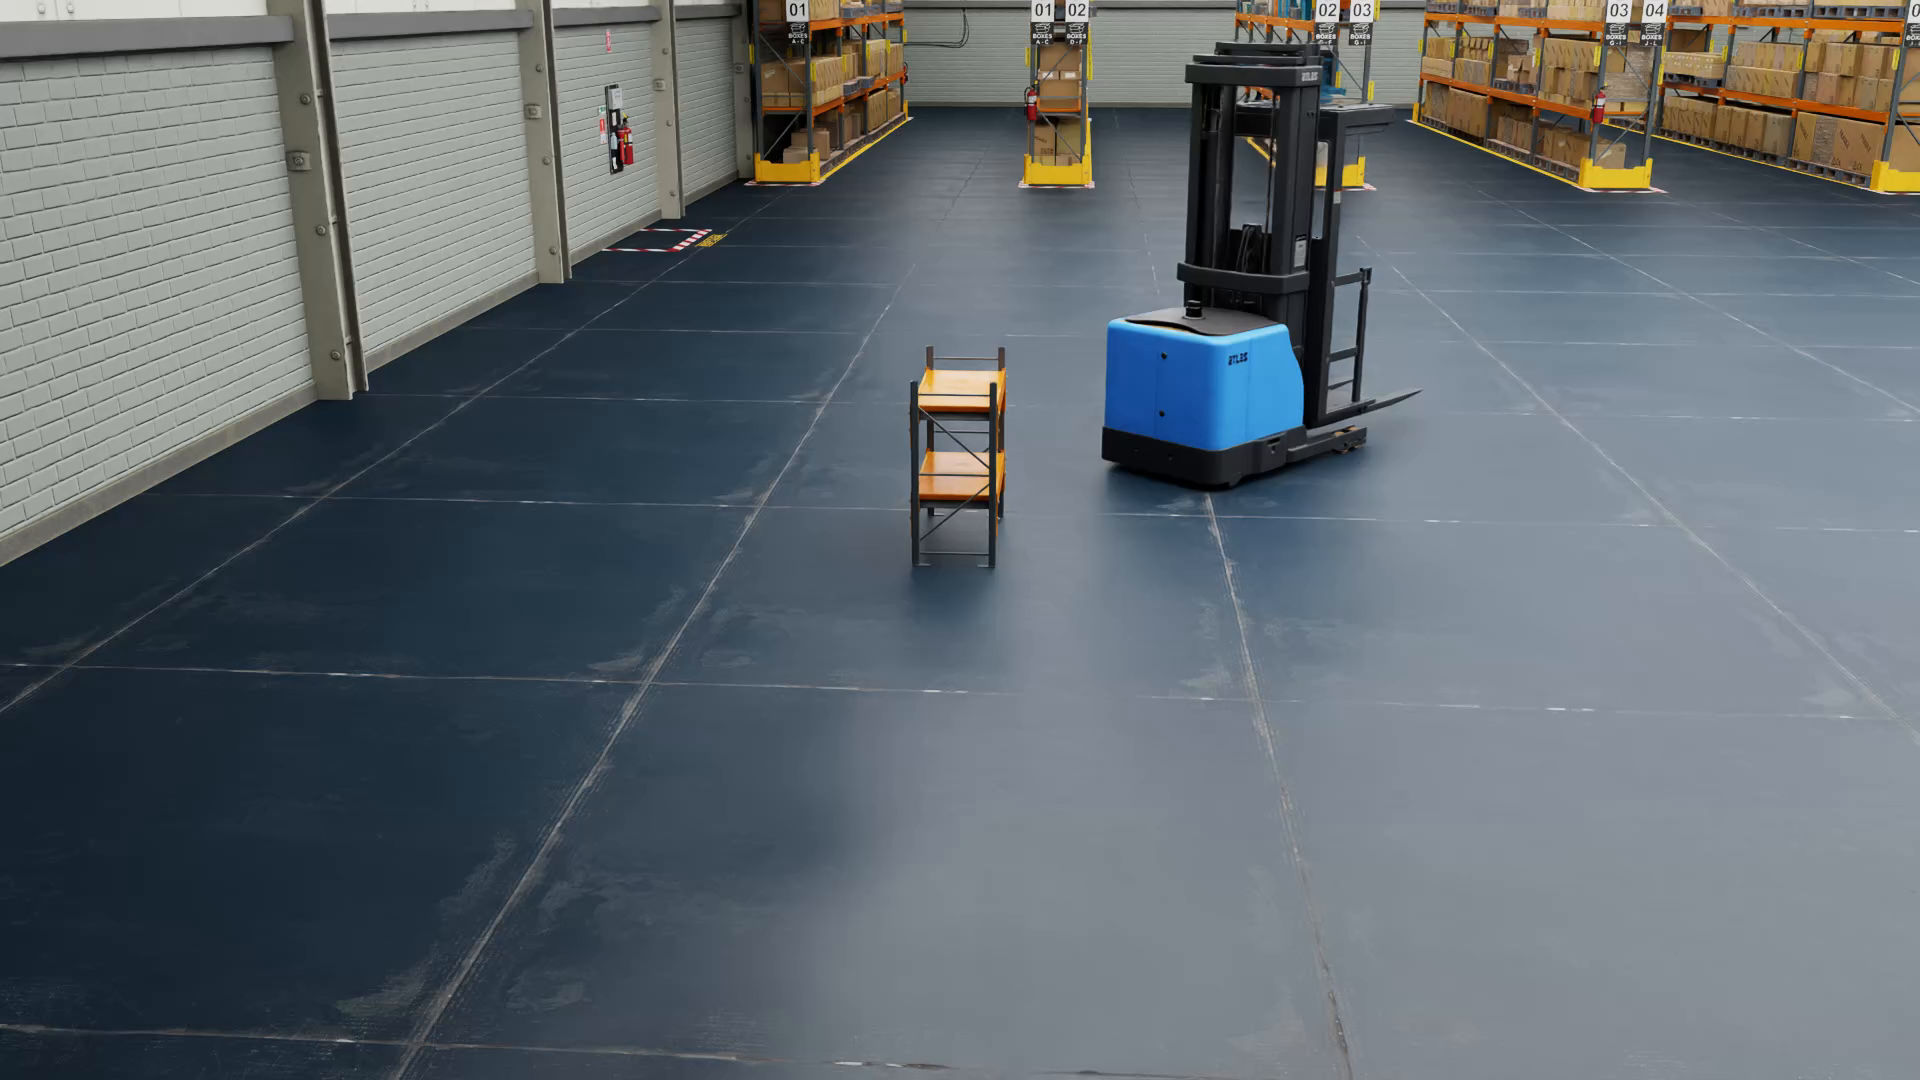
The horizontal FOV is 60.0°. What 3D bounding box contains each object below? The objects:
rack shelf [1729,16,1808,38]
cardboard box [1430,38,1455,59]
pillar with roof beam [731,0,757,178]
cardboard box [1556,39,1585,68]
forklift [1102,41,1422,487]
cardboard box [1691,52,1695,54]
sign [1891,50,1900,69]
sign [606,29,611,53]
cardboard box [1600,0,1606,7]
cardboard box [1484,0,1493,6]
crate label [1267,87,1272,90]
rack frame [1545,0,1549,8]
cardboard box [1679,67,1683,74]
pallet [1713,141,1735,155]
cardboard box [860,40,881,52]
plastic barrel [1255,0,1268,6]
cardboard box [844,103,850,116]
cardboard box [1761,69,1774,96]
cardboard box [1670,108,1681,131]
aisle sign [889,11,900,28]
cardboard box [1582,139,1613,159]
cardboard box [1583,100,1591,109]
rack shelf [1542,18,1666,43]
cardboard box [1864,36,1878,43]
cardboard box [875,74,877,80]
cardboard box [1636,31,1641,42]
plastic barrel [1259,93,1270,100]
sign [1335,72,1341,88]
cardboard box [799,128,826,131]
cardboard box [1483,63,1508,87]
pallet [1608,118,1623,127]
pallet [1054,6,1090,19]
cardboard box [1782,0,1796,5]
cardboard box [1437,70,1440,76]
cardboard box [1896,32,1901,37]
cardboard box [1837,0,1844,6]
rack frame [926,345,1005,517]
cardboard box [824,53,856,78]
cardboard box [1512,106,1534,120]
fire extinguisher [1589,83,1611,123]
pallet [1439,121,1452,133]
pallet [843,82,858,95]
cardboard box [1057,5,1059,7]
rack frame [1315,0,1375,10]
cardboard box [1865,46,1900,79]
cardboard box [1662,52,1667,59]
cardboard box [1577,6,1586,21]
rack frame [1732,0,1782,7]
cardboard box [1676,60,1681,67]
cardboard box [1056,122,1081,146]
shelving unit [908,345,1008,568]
[{"bbox_3d":[17.007,-10.500,33.988,1.077,0.370,4.000,1,18,4],"label":"rack shelf"},{"bbox_3d":[12.413,-12.631,42.713,0.500,0.500,0.500,1,18,2],"label":"cardboard box"},{"bbox_3d":[0.296,-11.018,29.597,9.100,9.000,0.400,1,18,4],"label":"pillar with roof beam"},{"bbox_3d":[11.567,-9.157,31.306,0.500,0.500,0.500,1,18,4],"label":"cardboard box"},{"bbox_3d":[2.420,-2.135,12.232,3.031,2.935,1.130,-17,25,-42],"label":"forklift"},{"bbox_3d":[17.603,-11.514,39.517,0.380,0.149,0.250,2,18,6],"label":"cardboard box"},{"bbox_3d":[16.037,-8.232,28.489,0.100,0.325,0.005,1,18,4],"label":"sign"},{"bbox_3d":[-4.743,-6.735,22.436,0.001,0.298,0.199,1,18,4],"label":"sign"},{"bbox_3d":[11.345,-9.332,28.868,0.380,0.149,0.250,1,18,4],"label":"cardboard box"},{"bbox_3d":[12.156,-12.313,37.532,0.500,0.500,0.500,2,18,7],"label":"cardboard box"},{"bbox_3d":[6.929,-10.004,36.081,0.502,0.435,0.616,1,18,4],"label":"crate label"},{"bbox_3d":[11.924,-11.788,31.947,1.000,3.000,0.127,1,18,4],"label":"rack frame"},{"bbox_3d":[16.862,-10.842,38.424,0.380,0.149,0.250,1,18,3],"label":"cardboard box"},{"bbox_3d":[17.019,-8.469,35.931,1.003,0.211,1.213,1,18,4],"label":"pallet"},{"bbox_3d":[-2.186,-11.841,39.867,0.500,0.250,0.500,2,18,5],"label":"cardboard box"},{"bbox_3d":[7.269,-13.064,39.766,0.433,0.535,0.433,0,18,0],"label":"plastic barrel"},{"bbox_3d":[-2.714,-9.488,36.667,0.500,0.250,0.500,2,18,5],"label":"cardboard box"},{"bbox_3d":[16.707,-9.325,33.903,0.500,0.500,0.500,1,18,4],"label":"cardboard box"},{"bbox_3d":[17.083,-9.904,39.170,0.500,0.500,0.500,2,18,6],"label":"cardboard box"},{"bbox_3d":[-1.734,-14.247,44.910,0.394,0.787,0.004,1,18,4],"label":"aisle sign"},{"bbox_3d":[11.707,-7.087,30.573,0.500,0.500,0.500,6,19,18],"label":"cardboard box"},{"bbox_3d":[11.436,-7.825,29.890,0.380,0.149,0.250,1,18,4],"label":"cardboard box"},{"bbox_3d":[11.780,-9.400,30.630,1.077,0.370,4.000,1,18,4],"label":"rack shelf"},{"bbox_3d":[22.140,-11.876,40.083,0.500,0.500,0.500,1,18,3],"label":"cardboard box"},{"bbox_3d":[-2.201,-11.139,39.971,0.380,0.149,0.250,1,18,2],"label":"cardboard box"},{"bbox_3d":[17.304,-12.576,41.743,0.500,0.500,0.500,1,18,2],"label":"cardboard box"},{"bbox_3d":[7.450,-10.346,39.877,0.600,0.901,0.708,1,18,4],"label":"plastic barrel"},{"bbox_3d":[7.531,-9.164,33.127,0.100,0.325,0.005,1,18,4],"label":"sign"},{"bbox_3d":[-2.933,-7.967,33.228,0.500,0.500,0.500,0,18,0],"label":"cardboard box"},{"bbox_3d":[11.998,-10.386,37.141,0.500,0.500,0.500,2,18,6],"label":"cardboard box"},{"bbox_3d":[17.625,-10.922,43.416,1.003,0.211,1.213,1,18,4],"label":"pallet"},{"bbox_3d":[1.833,-9.520,29.983,1.003,0.211,1.213,1,18,4],"label":"pallet"},{"bbox_3d":[16.733,-10.785,33.108,0.500,0.250,0.500,1,18,3],"label":"cardboard box"},{"bbox_3d":[12.284,-11.804,42.032,0.380,0.149,0.250,1,18,3],"label":"cardboard box"},{"bbox_3d":[22.663,-12.124,39.798,0.380,0.149,0.250,1,18,3],"label":"cardboard box"},{"bbox_3d":[16.427,-9.927,30.652,0.380,0.149,0.250,1,18,3],"label":"cardboard box"},{"bbox_3d":[0.037,-0.695,10.736,0.500,1.125,0.032,1,18,4],"label":"rack frame"},{"bbox_3d":[-2.648,-10.448,36.623,0.700,0.500,0.500,0,18,-1],"label":"cardboard box"},{"bbox_3d":[12.164,-9.183,35.736,0.500,0.250,0.500,3,18,10],"label":"cardboard box"},{"bbox_3d":[11.169,-7.633,29.025,0.296,0.674,0.183,1,18,4],"label":"fire extinguisher"},{"bbox_3d":[12.630,-10.331,41.613,1.003,0.211,1.213,1,18,4],"label":"pallet"},{"bbox_3d":[-2.698,-9.412,34.638,1.003,0.211,1.213,1,18,4],"label":"pallet"},{"bbox_3d":[2.097,-10.904,33.634,0.500,0.250,0.500,3,18,10],"label":"cardboard box"},{"bbox_3d":[6.697,-10.656,28.493,1.000,3.000,0.127,1,18,4],"label":"rack frame"},{"bbox_3d":[16.589,-8.425,29.341,0.875,0.550,0.550,1,18,4],"label":"cardboard box"},{"bbox_3d":[16.950,-11.531,39.569,0.380,0.149,0.250,2,18,7],"label":"cardboard box"},{"bbox_3d":[11.496,-9.519,30.079,0.500,0.250,0.500,2,18,5],"label":"cardboard box"},{"bbox_3d":[17.150,-12.888,35.305,1.000,3.000,0.127,1,18,4],"label":"rack frame"},{"bbox_3d":[16.880,-11.064,38.623,0.380,0.149,0.250,2,18,6],"label":"cardboard box"},{"bbox_3d":[2.073,-7.639,31.456,0.500,0.500,0.500,1,18,4],"label":"cardboard box"},{"bbox_3d":[0.000,-0.537,10.254,0.538,1.125,1.048,1,18,4],"label":"shelving unit"}]
